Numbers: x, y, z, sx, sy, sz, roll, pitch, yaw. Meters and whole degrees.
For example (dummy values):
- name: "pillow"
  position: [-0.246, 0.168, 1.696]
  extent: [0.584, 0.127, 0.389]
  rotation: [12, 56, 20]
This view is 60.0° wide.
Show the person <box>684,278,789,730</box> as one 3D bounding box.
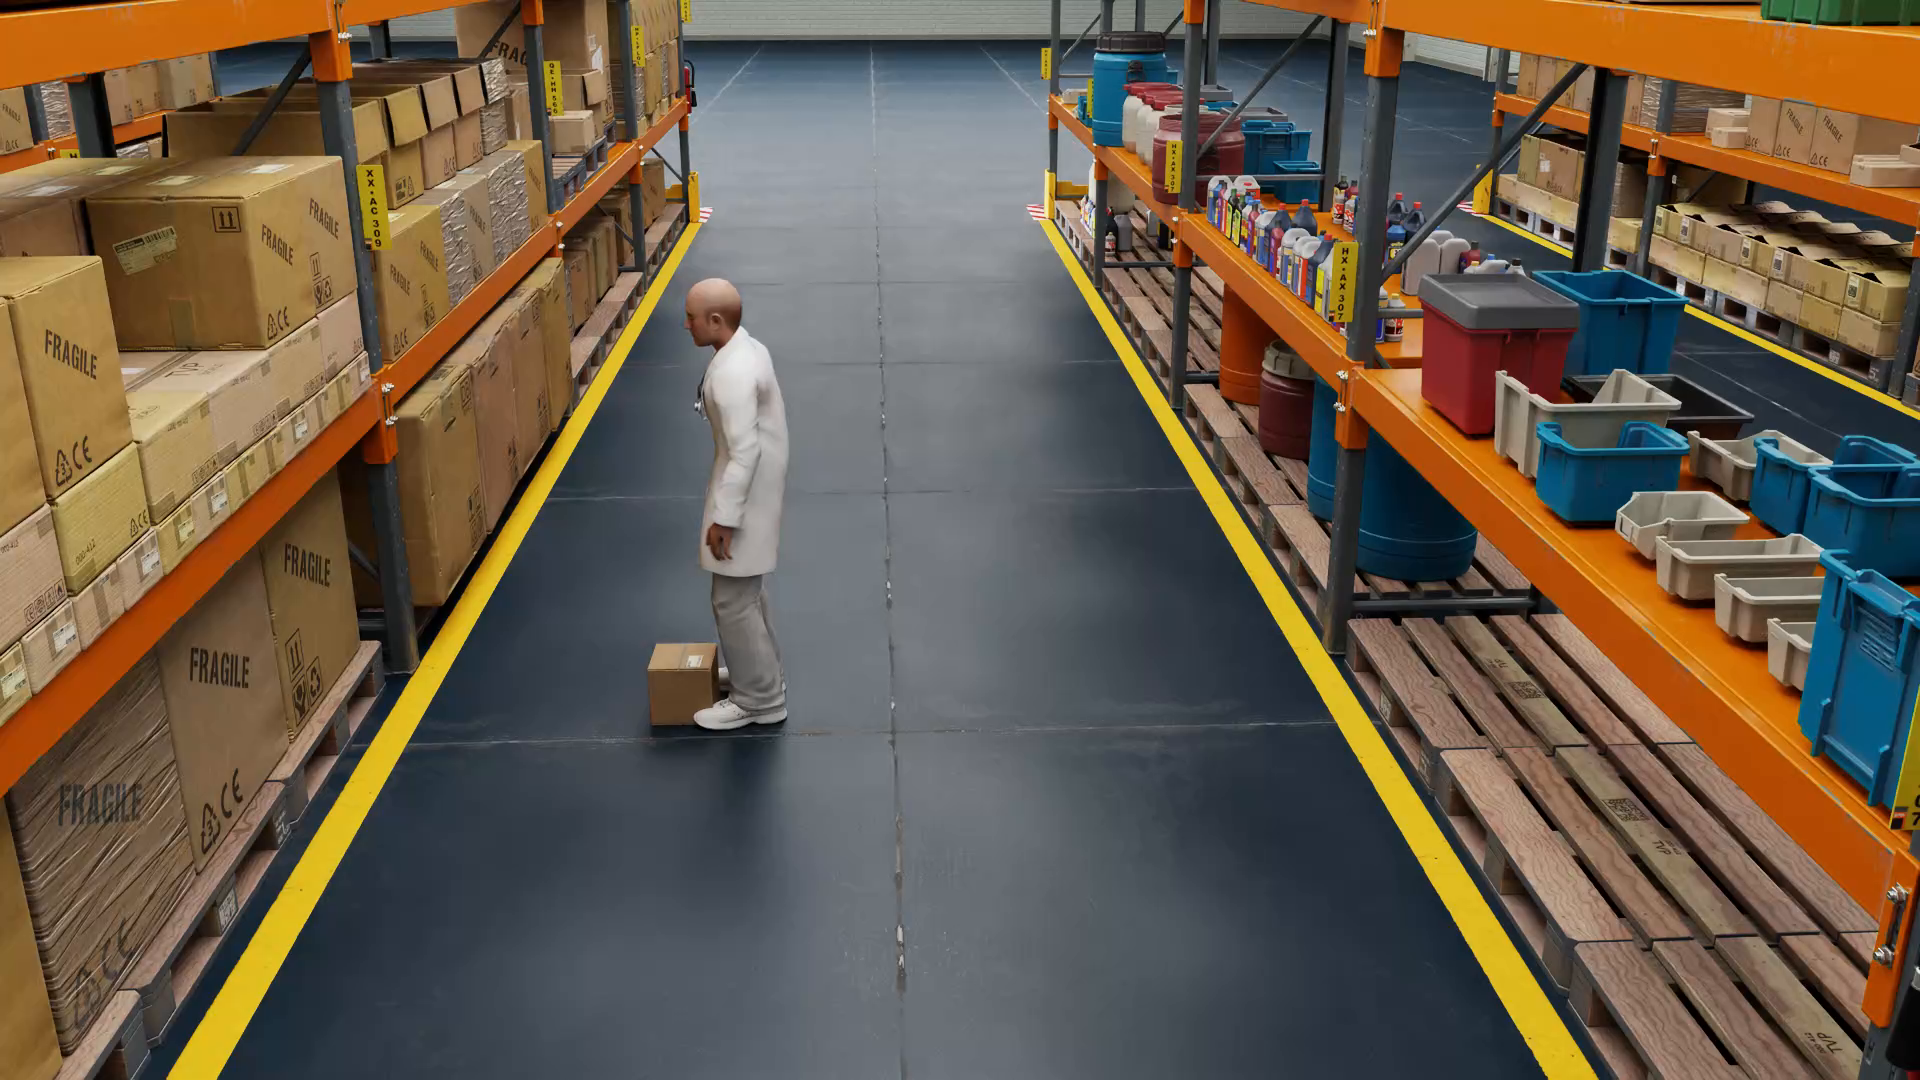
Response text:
- name: "person"
  position: [-0.869, -0.142, 6.485]
  extent: [0.423, 1.774, 0.643]
  rotation: [-1, 20, -3]
